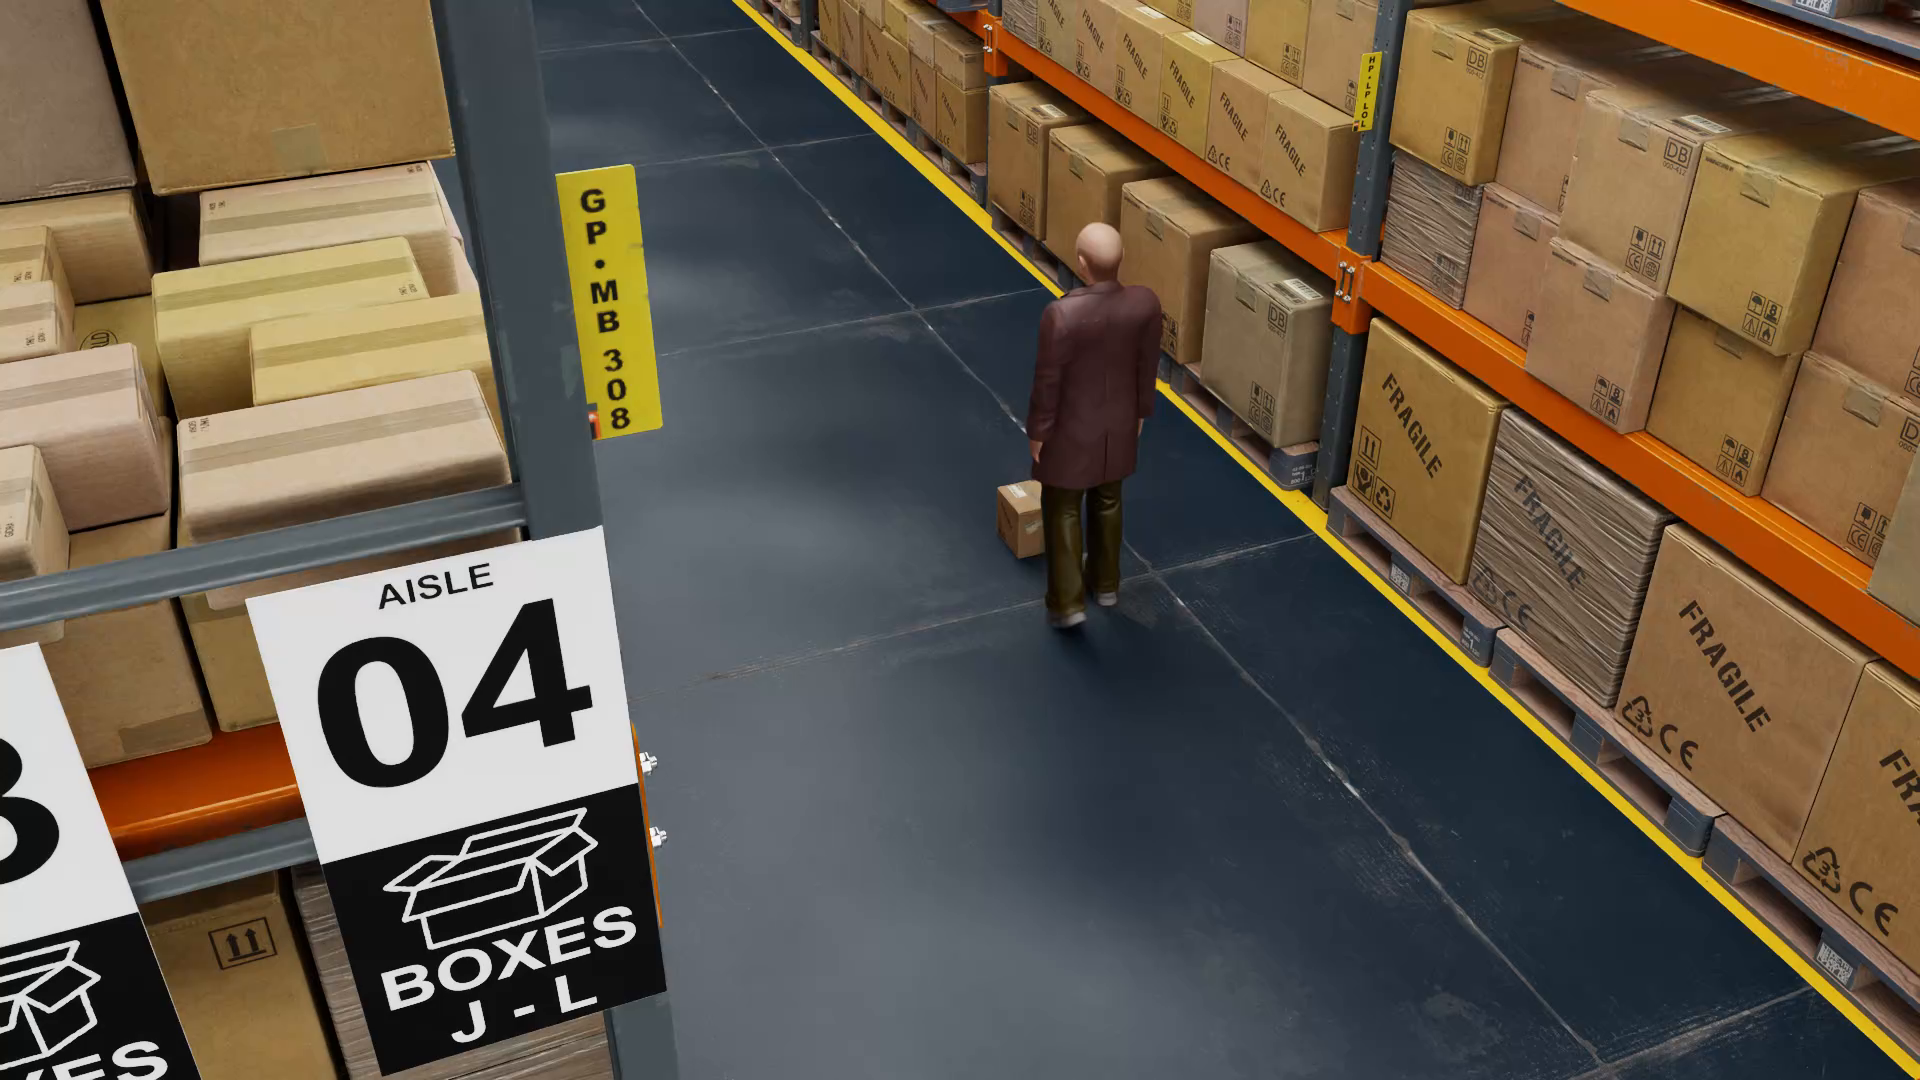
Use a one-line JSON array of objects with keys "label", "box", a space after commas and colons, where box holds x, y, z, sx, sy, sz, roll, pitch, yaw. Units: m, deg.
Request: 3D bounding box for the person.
[{"label": "person", "box": [0.537, -0.445, 6.911, 0.588, 1.862, 0.534, -12, 35, -18]}]
